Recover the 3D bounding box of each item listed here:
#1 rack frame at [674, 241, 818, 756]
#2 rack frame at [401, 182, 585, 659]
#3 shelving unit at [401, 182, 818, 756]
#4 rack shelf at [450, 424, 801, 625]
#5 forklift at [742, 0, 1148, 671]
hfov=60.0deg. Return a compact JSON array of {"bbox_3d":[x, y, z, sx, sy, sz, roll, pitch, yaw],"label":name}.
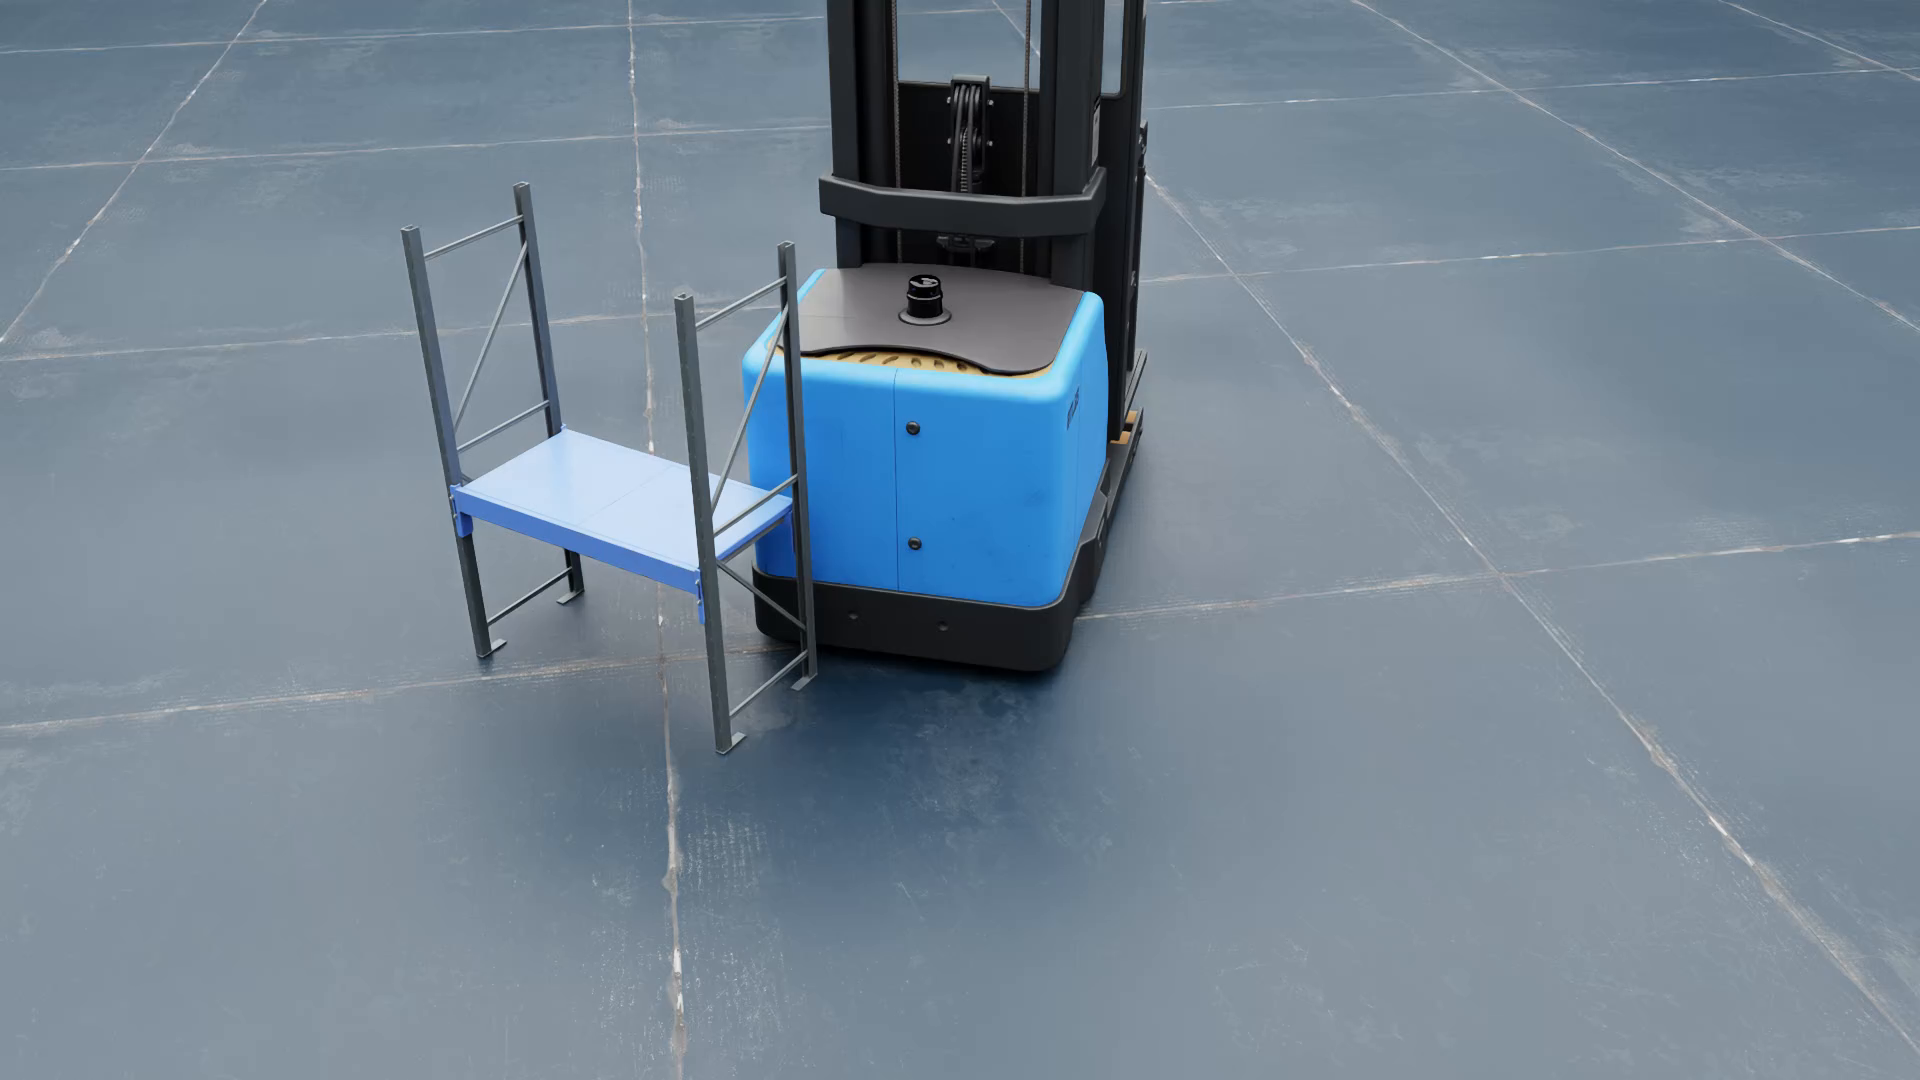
[{"bbox_3d":[-0.611,-0.095,4.932,0.032,1.500,0.500,17,34,26],"label":"rack frame"},{"bbox_3d":[-1.483,-0.360,5.383,0.032,1.500,0.500,17,34,26],"label":"rack frame"},{"bbox_3d":[-1.047,-0.228,5.158,1.048,1.500,0.538,17,34,26],"label":"shelving unit"},{"bbox_3d":[-1.047,-0.073,5.249,1.000,0.185,0.538,17,34,26],"label":"rack shelf"},{"bbox_3d":[0.141,-1.572,6.032,1.130,2.935,3.031,7,31,11],"label":"forklift"}]
